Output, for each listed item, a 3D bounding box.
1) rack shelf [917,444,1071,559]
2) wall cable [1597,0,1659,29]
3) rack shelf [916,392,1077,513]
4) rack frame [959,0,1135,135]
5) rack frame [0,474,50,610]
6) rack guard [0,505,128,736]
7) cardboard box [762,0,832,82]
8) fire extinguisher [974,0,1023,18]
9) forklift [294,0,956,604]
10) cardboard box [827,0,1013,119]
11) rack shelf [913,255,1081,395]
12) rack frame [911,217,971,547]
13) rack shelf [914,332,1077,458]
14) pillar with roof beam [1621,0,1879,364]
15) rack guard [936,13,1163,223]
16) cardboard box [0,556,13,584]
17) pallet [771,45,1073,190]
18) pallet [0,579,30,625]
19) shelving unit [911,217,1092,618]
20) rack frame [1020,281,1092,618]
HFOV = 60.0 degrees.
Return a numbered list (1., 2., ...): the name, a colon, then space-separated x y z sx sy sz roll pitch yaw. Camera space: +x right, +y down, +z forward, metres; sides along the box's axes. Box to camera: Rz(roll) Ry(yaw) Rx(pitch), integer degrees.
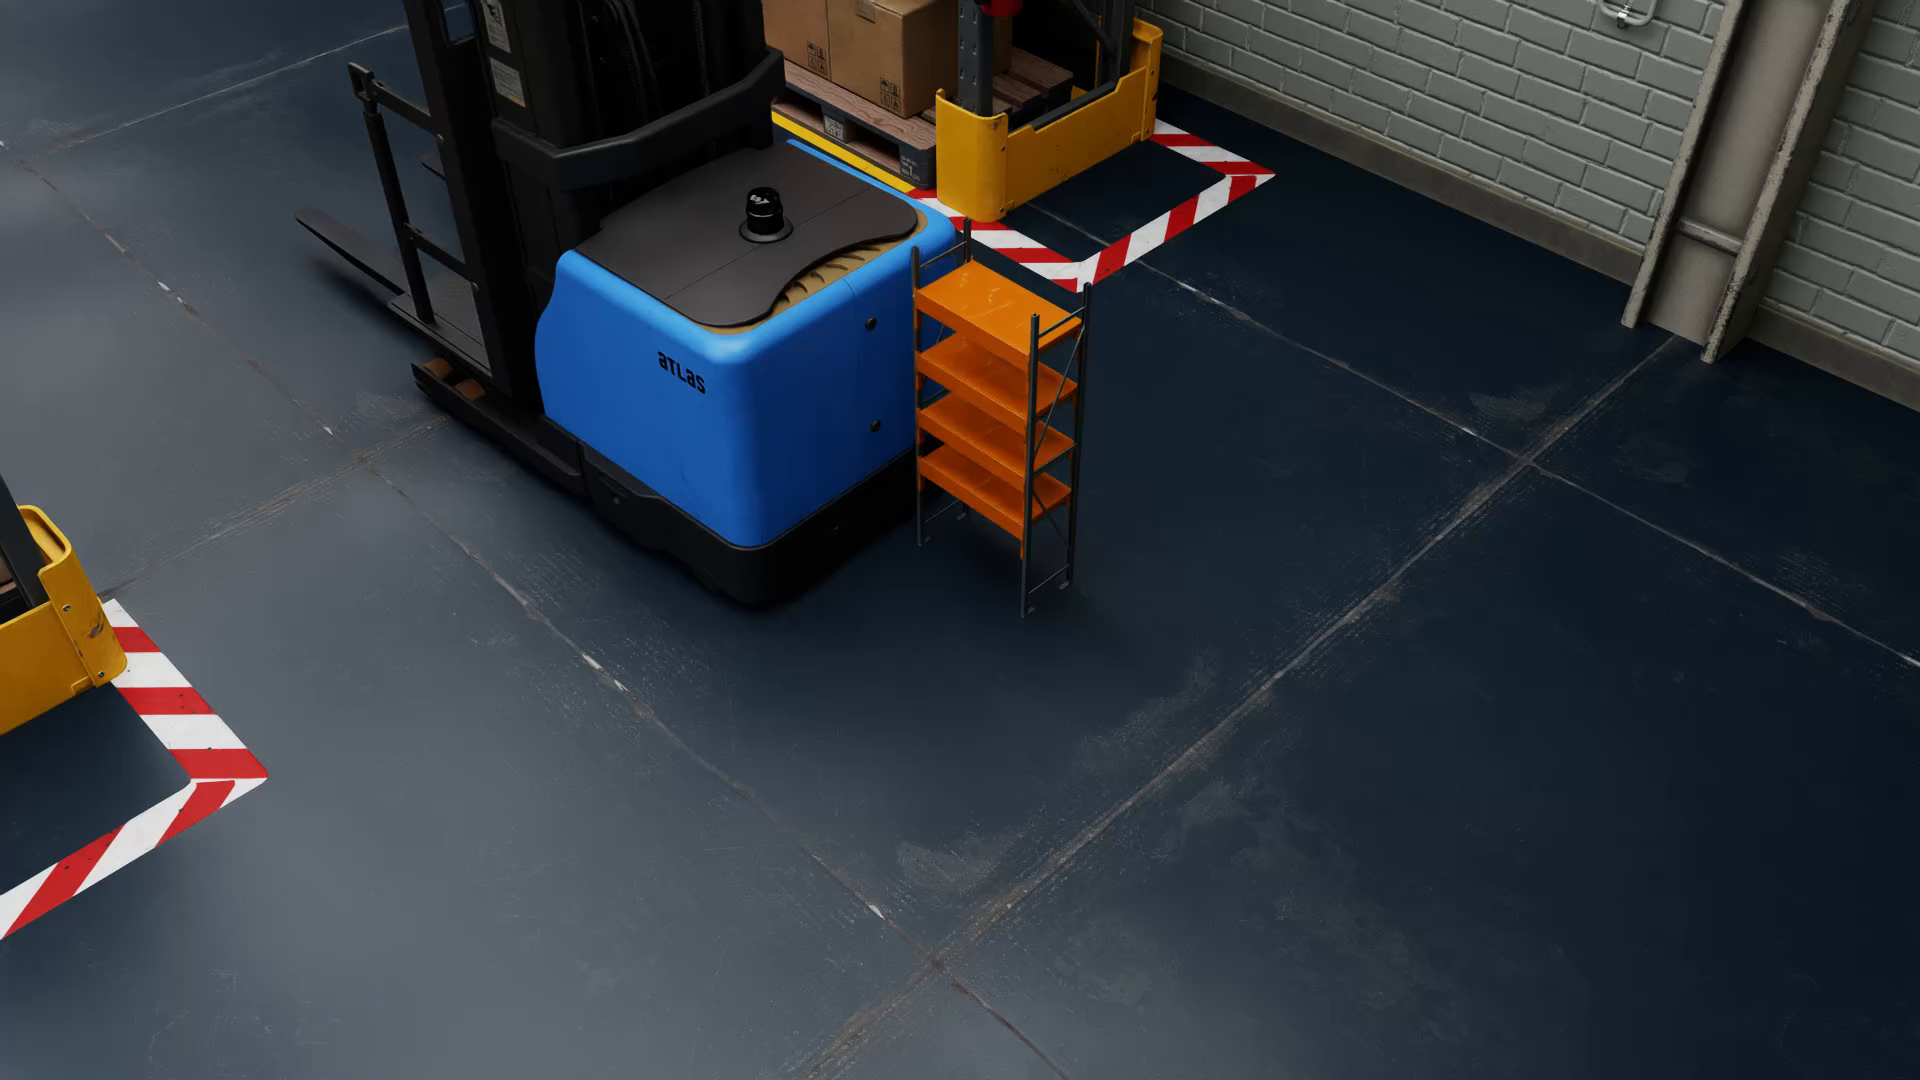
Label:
1. rack shelf: 0.117 -0.166 5.437 0.258 0.148 0.480 -34 53 -31
2. wall cable: 1.962 -3.048 6.090 0.084 1.984 1.851 -34 53 -31
3. rack shelf: 0.117 -0.312 5.302 0.258 0.148 0.480 -34 53 -31
4. rack frame: 0.388 -2.837 6.610 1.000 3.000 0.127 -34 53 -31
5. rack frame: -3.117 -0.461 4.039 1.000 3.000 0.127 -34 53 -31
6. rack guard: -3.170 0.420 4.927 1.175 0.500 0.348 -34 53 -31
7. cardboard box: -0.531 -2.602 7.888 0.500 0.500 0.700 34 53 31
8. fire extinguisher: 0.168 -2.378 6.445 0.296 0.674 0.183 -34 53 -31
9. forklift: -1.423 -1.743 5.477 3.031 2.935 1.130 32 51 30
10. cardboard box: -0.177 -2.362 7.628 0.700 0.500 0.500 -34 53 -31
11. rack shelf: 0.117 -0.650 4.990 0.258 0.148 0.480 -34 53 -31
12. rack frame: -0.055 -0.478 5.384 0.240 1.200 0.015 -34 53 -31
13. rack shelf: 0.117 -0.476 5.151 0.258 0.148 0.480 -34 53 -31
14. pillar with roof beam: -0.141 -2.094 1.386 9.100 9.000 0.400 -34 53 -31
15. rack guard: 0.405 -1.907 7.446 1.175 0.500 0.348 -34 53 -31
16. cardboard box: -3.169 0.058 5.253 0.380 0.149 0.250 -34 53 -31
17. pallet: -0.232 -2.160 7.932 1.003 0.211 1.213 -34 53 -31
18. pallet: -3.734 0.144 5.439 1.003 0.211 1.213 -34 53 -31
19. shelving unit: 0.117 -0.361 5.257 0.258 1.200 0.503 -34 53 -31
20. rack frame: 0.289 -0.244 5.130 0.240 1.200 0.015 -34 53 -31
